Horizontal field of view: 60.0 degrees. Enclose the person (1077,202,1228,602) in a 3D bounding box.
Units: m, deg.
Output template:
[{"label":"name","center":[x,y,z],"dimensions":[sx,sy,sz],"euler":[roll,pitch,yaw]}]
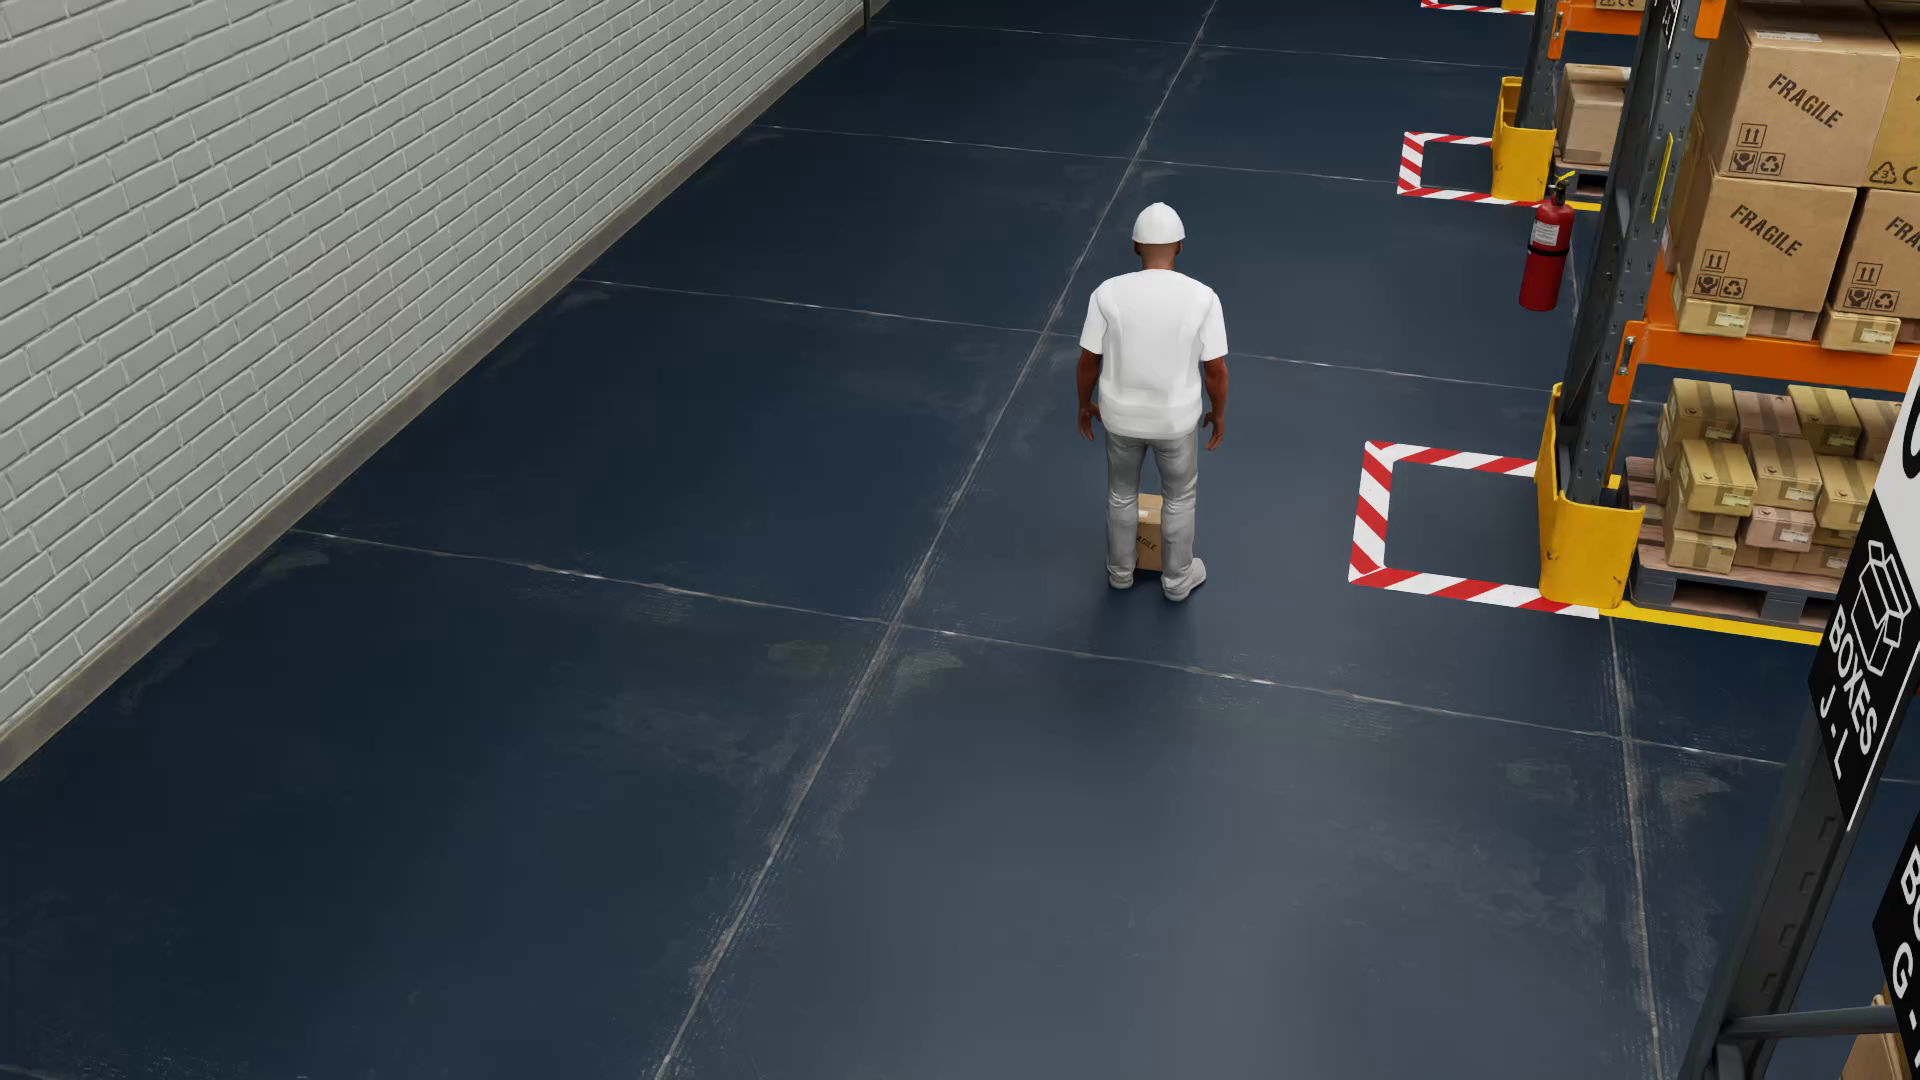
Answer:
[{"label":"person","center":[0.803,-0.549,6.980],"dimensions":[0.627,1.759,0.462],"euler":[7,33,10]}]
